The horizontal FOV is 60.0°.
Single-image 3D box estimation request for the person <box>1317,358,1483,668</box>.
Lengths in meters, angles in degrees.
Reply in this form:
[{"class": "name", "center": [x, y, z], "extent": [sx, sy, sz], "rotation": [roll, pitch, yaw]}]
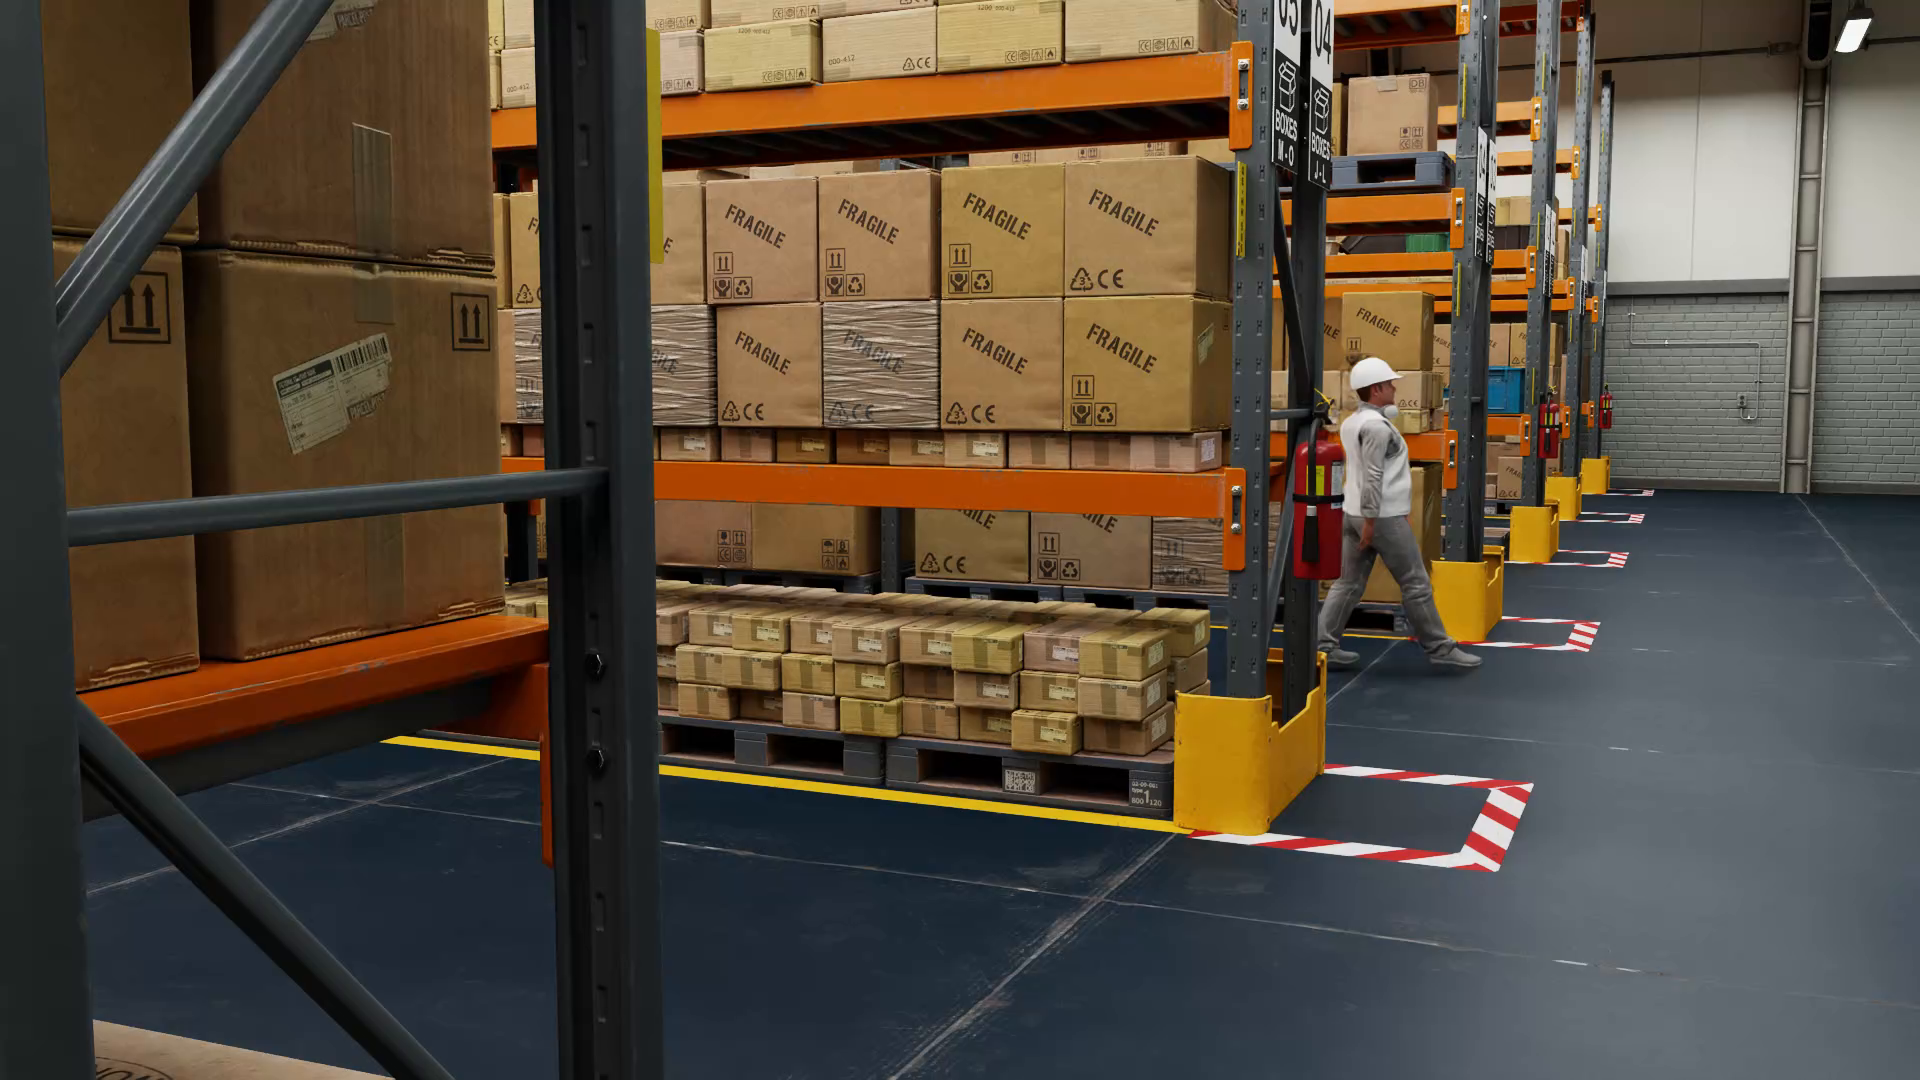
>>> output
[{"class": "person", "center": [2.441, -0.155, 9.358], "extent": [0.952, 1.726, 0.551], "rotation": [-1, 6, -7]}]
